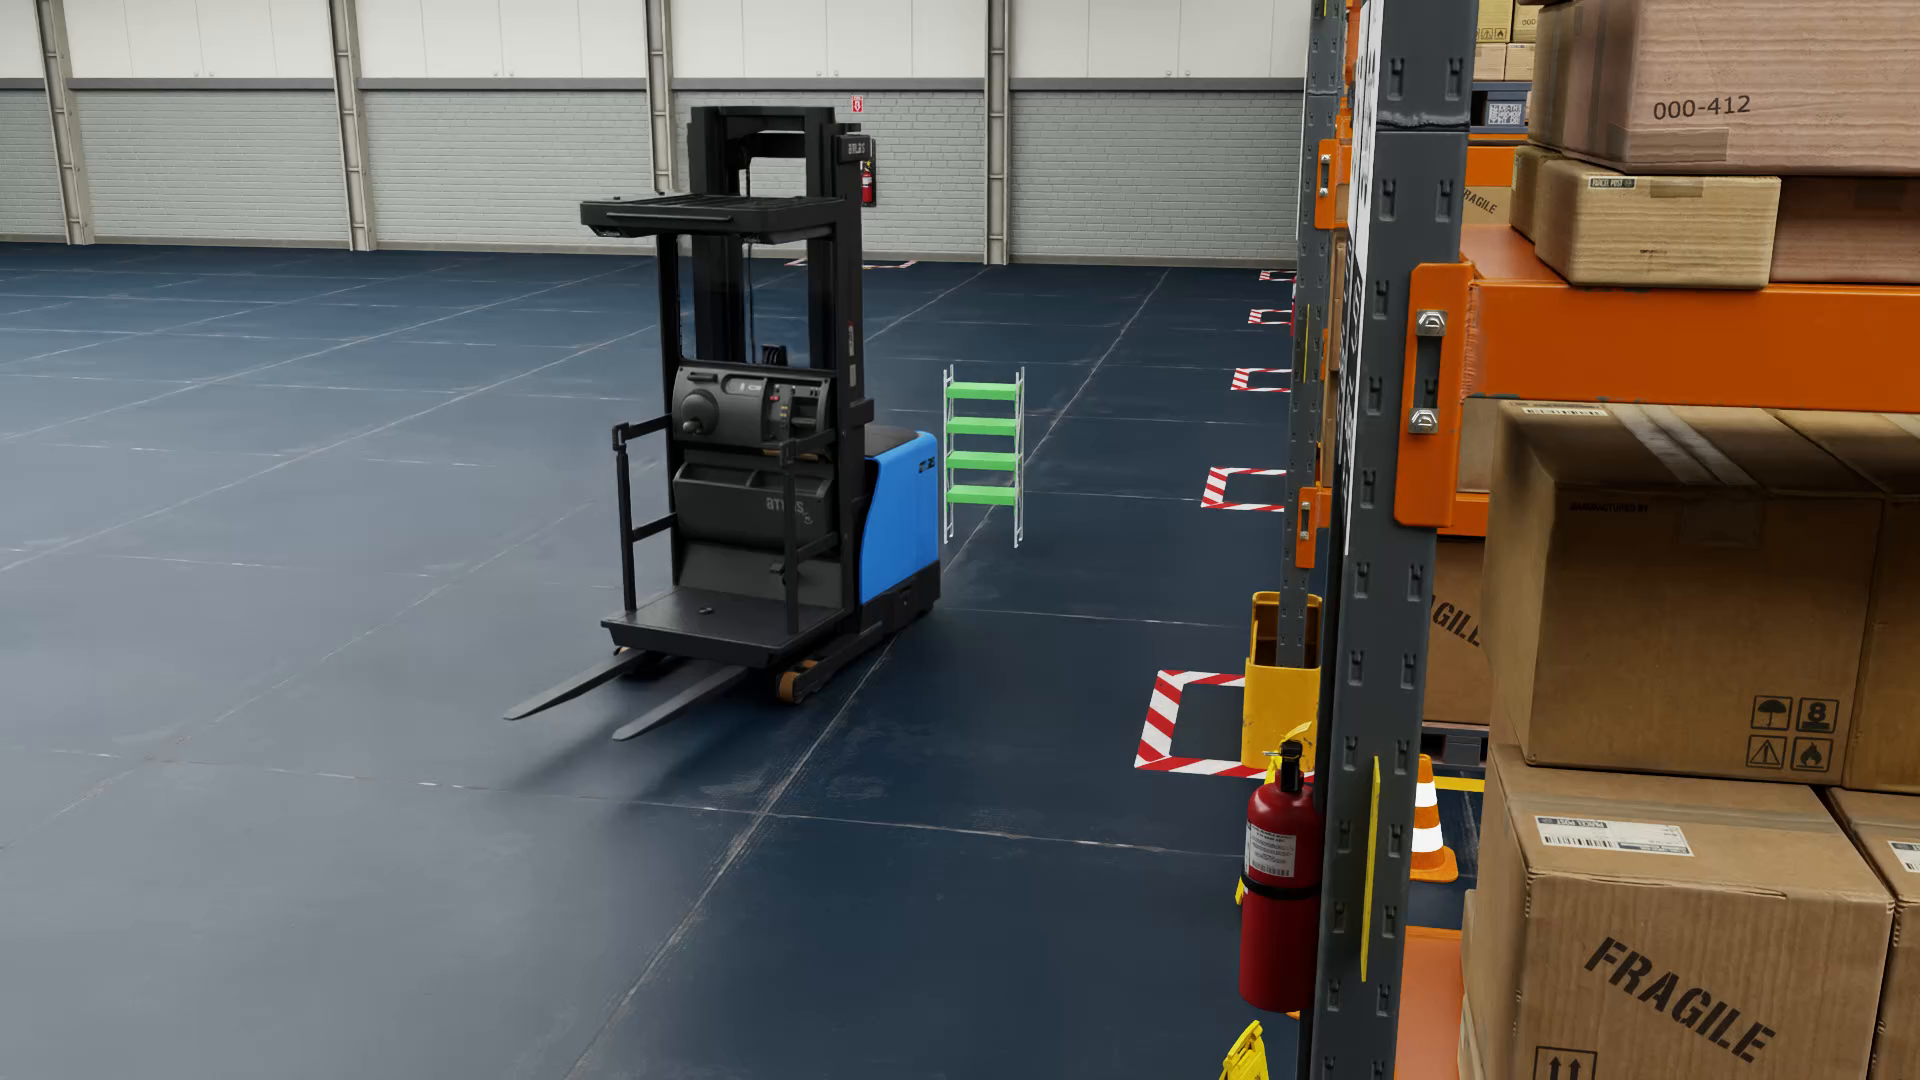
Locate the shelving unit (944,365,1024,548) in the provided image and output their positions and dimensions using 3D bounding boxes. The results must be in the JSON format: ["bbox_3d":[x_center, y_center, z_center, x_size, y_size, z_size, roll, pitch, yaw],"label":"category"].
[{"bbox_3d":[0.162,-0.569,11.300,0.503,1.200,0.258,3,16,11],"label":"shelving unit"}]

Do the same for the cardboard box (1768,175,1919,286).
[{"bbox_3d":[1.255,-0.466,2.406,0.250,0.149,0.380,3,16,9],"label":"cardboard box"}]

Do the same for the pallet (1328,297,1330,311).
[{"bbox_3d":[5.430,-3.045,22.087,1.213,0.211,1.003,3,16,11],"label":"pallet"}]

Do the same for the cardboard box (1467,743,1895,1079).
[{"bbox_3d":[1.128,0.672,2.703,0.500,0.500,0.500,3,16,10],"label":"cardboard box"}]

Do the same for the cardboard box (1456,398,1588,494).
[{"bbox_3d":[2.523,-0.576,7.670,0.550,0.550,0.875,3,16,11],"label":"cardboard box"}]

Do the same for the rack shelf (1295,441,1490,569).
[{"bbox_3d":[3.567,-0.082,7.515,4.000,0.370,1.077,3,16,11],"label":"rack shelf"}]

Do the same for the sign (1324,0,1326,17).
[{"bbox_3d":[1.490,-2.295,6.753,0.005,0.325,0.100,3,16,11],"label":"sign"}]

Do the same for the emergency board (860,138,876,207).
[{"bbox_3d":[-1.780,-6.364,28.847,0.643,1.169,0.194,3,16,11],"label":"emergency board"}]

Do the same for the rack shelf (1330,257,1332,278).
[{"bbox_3d":[5.641,-2.669,16.857,4.000,0.370,1.077,3,16,11],"label":"rack shelf"}]

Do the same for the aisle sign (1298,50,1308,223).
[{"bbox_3d":[1.597,-1.870,7.753,0.004,0.787,0.394,3,16,11],"label":"aisle sign"}]

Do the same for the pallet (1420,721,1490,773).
[{"bbox_3d":[2.406,0.831,8.096,1.213,0.211,1.003,3,16,11],"label":"pallet"}]

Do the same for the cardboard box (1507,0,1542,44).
[{"bbox_3d":[2.526,-2.182,6.882,0.500,0.250,0.500,3,16,10],"label":"cardboard box"}]

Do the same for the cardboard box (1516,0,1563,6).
[{"bbox_3d":[1.110,-1.002,2.850,0.250,0.149,0.380,3,16,12],"label":"cardboard box"}]

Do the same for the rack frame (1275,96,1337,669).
[{"bbox_3d":[1.607,-0.535,7.803,0.127,3.000,1.000,3,16,11],"label":"rack frame"}]

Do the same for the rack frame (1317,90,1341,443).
[{"bbox_3d":[2.694,-1.827,12.468,0.127,3.000,1.000,3,16,11],"label":"rack frame"}]

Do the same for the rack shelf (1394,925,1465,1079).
[{"bbox_3d":[2.679,1.219,2.821,4.000,0.370,1.077,3,16,11],"label":"rack shelf"}]

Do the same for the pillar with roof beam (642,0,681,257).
[{"bbox_3d":[-6.103,-8.307,24.622,0.400,9.000,9.100,3,16,11],"label":"pillar with roof beam"}]

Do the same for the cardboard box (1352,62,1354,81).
[{"bbox_3d":[3.029,-3.459,12.276,0.250,0.149,0.380,3,16,11],"label":"cardboard box"}]

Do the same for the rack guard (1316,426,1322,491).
[{"bbox_3d":[2.769,-0.618,12.787,0.348,0.500,1.175,3,16,11],"label":"rack guard"}]

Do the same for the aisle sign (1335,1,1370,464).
[{"bbox_3d":[0.717,-0.566,3.048,0.004,0.787,0.394,3,16,11],"label":"aisle sign"}]

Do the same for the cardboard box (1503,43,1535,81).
[{"bbox_3d":[2.374,-1.981,6.901,0.250,0.149,0.380,3,16,11],"label":"cardboard box"}]

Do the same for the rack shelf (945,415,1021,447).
[{"bbox_3d":[0.162,-0.739,11.253,0.480,0.148,0.258,3,16,11],"label":"rack shelf"}]

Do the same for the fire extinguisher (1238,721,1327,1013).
[{"bbox_3d":[0.699,0.676,3.577,0.183,0.674,0.296,3,16,11],"label":"fire extinguisher"}]

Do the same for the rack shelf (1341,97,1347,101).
[{"bbox_3d":[7.616,-6.707,25.813,4.000,0.370,1.077,3,16,11],"label":"rack shelf"}]

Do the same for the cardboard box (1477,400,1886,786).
[{"bbox_3d":[1.264,0.062,3.031,0.500,0.500,0.700,3,16,10],"label":"cardboard box"}]

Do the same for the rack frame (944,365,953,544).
[{"bbox_3d":[-0.077,-0.582,11.347,0.015,1.200,0.240,3,16,11],"label":"rack frame"}]

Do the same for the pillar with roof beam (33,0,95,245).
[{"bbox_3d":[-17.863,-8.945,26.927,0.400,9.000,9.100,3,16,11],"label":"pillar with roof beam"}]

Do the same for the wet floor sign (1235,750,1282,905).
[{"bbox_3d":[1.184,1.116,6.253,0.232,0.644,0.267,0,15,1],"label":"wet floor sign"}]

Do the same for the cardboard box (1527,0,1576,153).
[{"bbox_3d":[1.275,-0.794,2.845,0.500,0.250,0.500,3,16,10],"label":"cardboard box"}]

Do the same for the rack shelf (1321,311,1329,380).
[{"bbox_3d":[4.654,-1.374,12.180,4.000,0.370,1.077,3,16,11],"label":"rack shelf"}]

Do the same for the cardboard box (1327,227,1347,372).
[{"bbox_3d":[1.963,-1.097,7.531,0.550,0.550,0.875,3,16,11],"label":"cardboard box"}]

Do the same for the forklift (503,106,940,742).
[{"bbox_3d":[-1.188,-0.707,8.554,1.130,2.935,3.031,7,17,23],"label":"forklift"}]

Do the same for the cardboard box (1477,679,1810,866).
[{"bbox_3d":[1.306,0.531,3.212,0.500,0.500,0.500,3,16,10],"label":"cardboard box"}]

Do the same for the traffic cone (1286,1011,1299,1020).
[{"bbox_3d":[1.286,1.365,5.697,0.334,0.463,0.336,3,16,11],"label":"traffic cone"}]

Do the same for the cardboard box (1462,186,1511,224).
[{"bbox_3d":[3.668,-2.371,11.816,0.500,0.500,0.500,3,16,11],"label":"cardboard box"}]

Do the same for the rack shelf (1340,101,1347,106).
[{"bbox_3d":[6.632,-5.411,21.134,4.000,0.370,1.077,3,16,11],"label":"rack shelf"}]

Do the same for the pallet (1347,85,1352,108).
[{"bbox_3d":[4.473,-4.407,16.519,1.213,0.211,1.003,3,16,11],"label":"pallet"}]

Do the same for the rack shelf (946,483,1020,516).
[{"bbox_3d":[0.162,-0.277,11.381,0.480,0.148,0.258,3,16,11],"label":"rack shelf"}]

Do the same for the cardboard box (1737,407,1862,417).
[{"bbox_3d":[3.574,-0.496,7.381,0.500,0.550,0.875,3,16,11],"label":"cardboard box"}]

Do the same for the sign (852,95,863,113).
[{"bbox_3d":[-1.768,-7.507,28.633,0.199,0.298,0.001,3,16,11],"label":"sign"}]

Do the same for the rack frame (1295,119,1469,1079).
[{"bbox_3d":[0.720,0.766,3.109,0.127,3.000,1.000,3,16,11],"label":"rack frame"}]

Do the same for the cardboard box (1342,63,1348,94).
[{"bbox_3d":[5.933,-7.134,25.785,0.500,0.500,0.500,4,16,13],"label":"cardboard box"}]

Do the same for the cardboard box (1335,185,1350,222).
[{"bbox_3d":[5.127,-4.438,21.707,0.500,0.500,0.700,3,16,11],"label":"cardboard box"}]

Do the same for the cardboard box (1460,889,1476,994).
[{"bbox_3d":[1.129,0.851,3.273,0.250,0.149,0.380,4,16,13],"label":"cardboard box"}]
